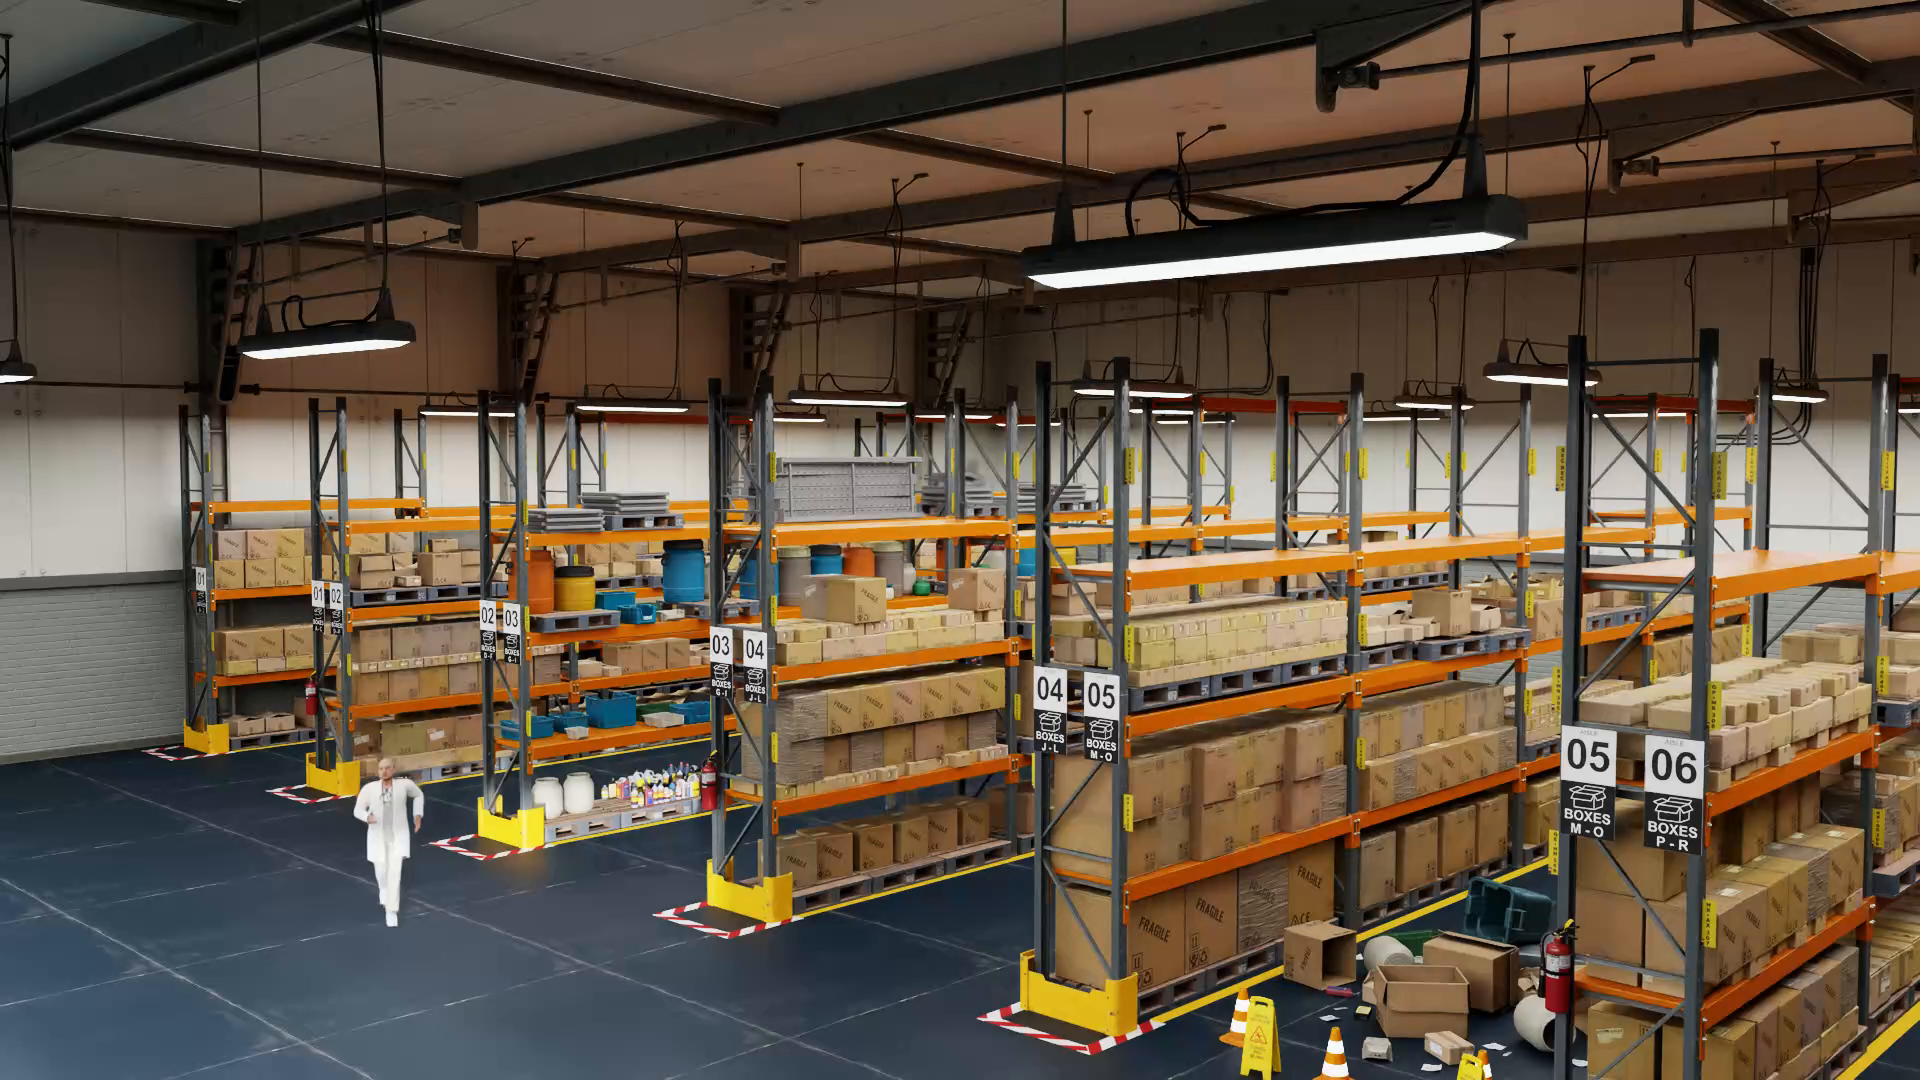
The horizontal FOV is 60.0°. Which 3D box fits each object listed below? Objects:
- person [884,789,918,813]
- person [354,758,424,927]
[{"bbox_3d":[-0.834,3.114,23.441,0.582,1.720,0.725,1,3,26],"label":"person"},{"bbox_3d":[-6.311,3.283,18.376,0.727,1.736,1.154,-1,3,-14],"label":"person"}]
